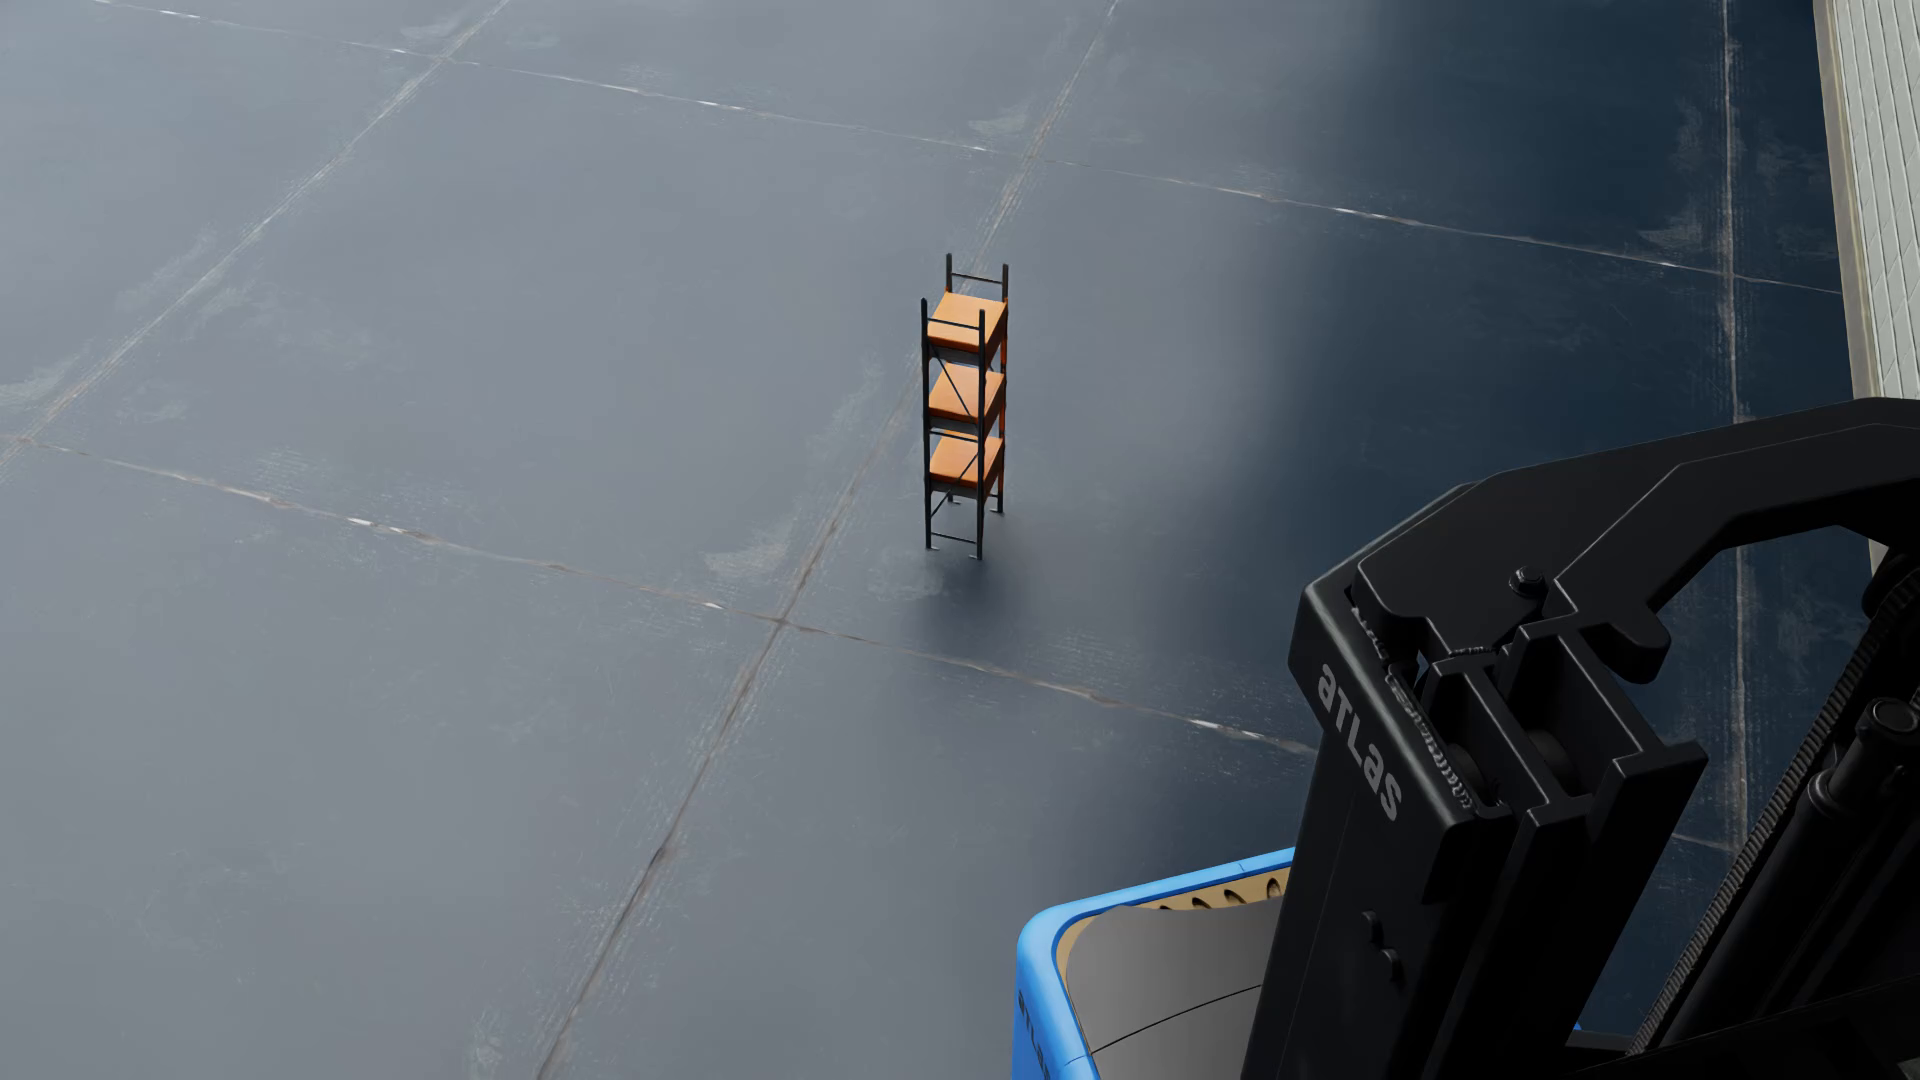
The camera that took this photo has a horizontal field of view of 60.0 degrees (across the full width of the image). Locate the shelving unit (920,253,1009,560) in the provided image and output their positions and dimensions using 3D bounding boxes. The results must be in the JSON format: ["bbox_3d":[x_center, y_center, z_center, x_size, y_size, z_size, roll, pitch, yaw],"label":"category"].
[{"bbox_3d":[0.016,-0.411,5.419,0.215,1.050,0.252,13,46,13],"label":"shelving unit"}]

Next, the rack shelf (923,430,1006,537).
[{"bbox_3d":[0.016,-0.205,5.621,0.215,0.259,0.240,13,46,13],"label":"rack shelf"}]

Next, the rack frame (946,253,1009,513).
[{"bbox_3d":[0.053,-0.492,5.502,0.200,1.050,0.008,13,46,13],"label":"rack frame"}]

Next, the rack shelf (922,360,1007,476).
[{"bbox_3d":[0.016,-0.403,5.427,0.215,0.259,0.240,13,46,13],"label":"rack shelf"}]

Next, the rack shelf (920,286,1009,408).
[{"bbox_3d":[0.016,-0.606,5.228,0.215,0.259,0.240,13,46,13],"label":"rack shelf"}]

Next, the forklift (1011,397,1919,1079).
[{"bbox_3d":[0.995,1.394,2.230,1.130,2.935,3.031,-11,45,-11],"label":"forklift"}]

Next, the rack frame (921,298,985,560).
[{"bbox_3d":[-0.021,-0.330,5.336,0.200,1.050,0.008,13,46,13],"label":"rack frame"}]
